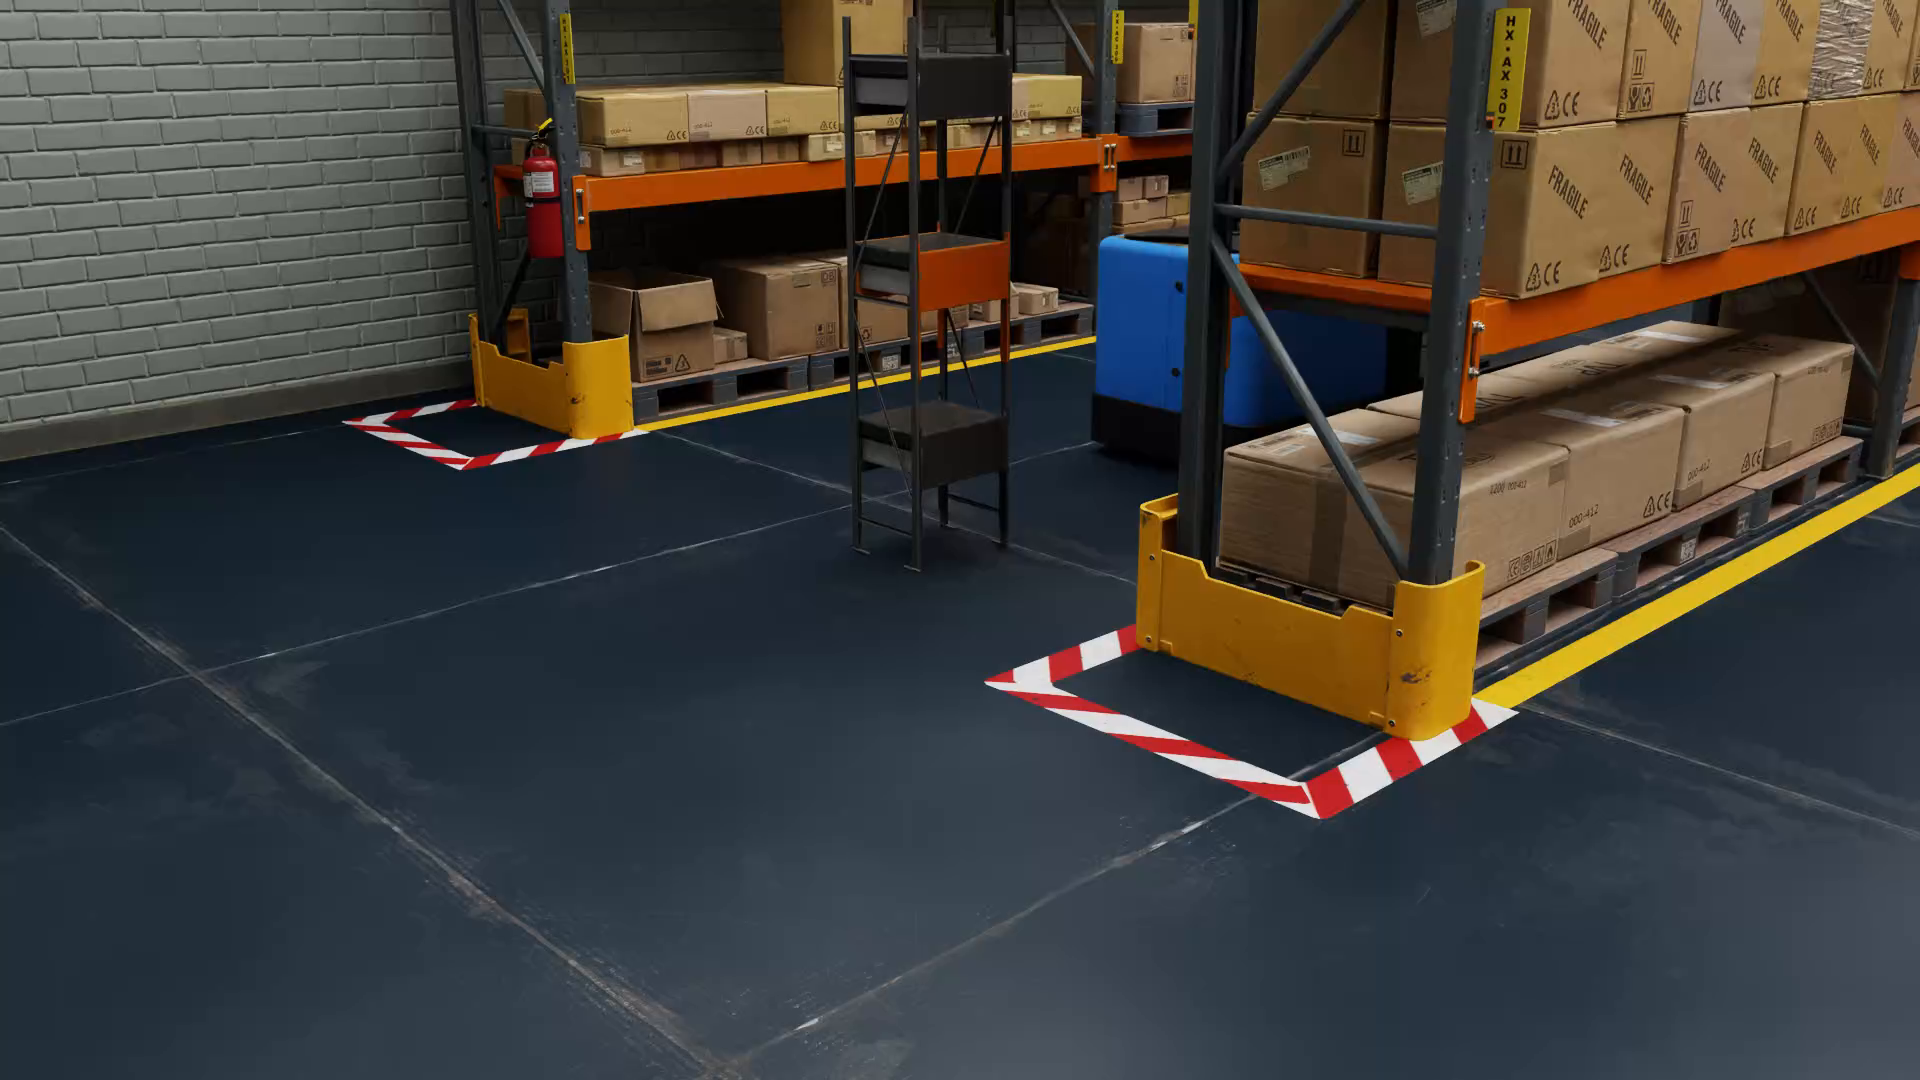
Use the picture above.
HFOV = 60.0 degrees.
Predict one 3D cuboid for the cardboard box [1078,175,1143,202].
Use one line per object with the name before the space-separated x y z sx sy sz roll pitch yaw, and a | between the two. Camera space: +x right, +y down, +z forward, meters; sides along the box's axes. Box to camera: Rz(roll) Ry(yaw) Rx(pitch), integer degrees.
cardboard box | 1.032 -2.425 11.440 0.250 0.149 0.380 -17 24 -42

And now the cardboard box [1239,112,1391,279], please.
cardboard box | 1.305 -1.185 5.613 0.500 0.500 0.500 -16 24 -41

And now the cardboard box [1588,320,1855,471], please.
cardboard box | 3.513 -0.695 7.738 0.875 0.438 0.875 -17 24 -42

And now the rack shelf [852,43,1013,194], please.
rack shelf | -0.120 -1.617 6.341 0.480 0.518 0.431 -16 24 -41

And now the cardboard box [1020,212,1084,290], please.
cardboard box | 0.783 -2.116 12.019 0.500 0.500 0.500 -16 24 -41

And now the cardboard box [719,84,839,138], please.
cardboard box | -1.030 -2.408 9.309 0.500 0.250 0.500 -17 24 -42

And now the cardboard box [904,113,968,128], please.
cardboard box | -0.298 -2.630 9.994 0.500 0.250 0.500 -16 24 -41

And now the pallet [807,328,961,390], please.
pallet | -0.757 -1.203 10.353 1.213 0.211 1.003 -16 24 -41

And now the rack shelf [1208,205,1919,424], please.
rack shelf | 2.589 -1.057 6.548 4.000 0.370 1.077 -16 24 -41

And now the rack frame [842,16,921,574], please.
rack frame | -0.298 -0.912 6.393 0.015 2.100 0.400 -16 24 -41

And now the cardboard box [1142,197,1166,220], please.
cardboard box | 1.221 -2.346 11.678 0.250 0.149 0.380 -17 25 -42

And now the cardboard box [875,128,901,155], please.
cardboard box | -0.562 -2.368 9.832 0.250 0.149 0.380 -16 24 -41

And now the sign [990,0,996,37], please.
sign | 0.246 -3.609 11.375 0.005 0.325 0.100 -16 24 -41

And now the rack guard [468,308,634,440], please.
rack guard | -2.222 -0.914 8.993 0.348 0.500 1.175 -16 24 -41

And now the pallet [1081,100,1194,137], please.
pallet | 1.285 -2.988 11.649 1.213 0.211 1.003 -16 24 -41

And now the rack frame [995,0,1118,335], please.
rack frame | 0.630 -2.935 11.172 0.127 3.000 1.000 -16 24 -41

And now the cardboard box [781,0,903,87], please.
cardboard box | -0.672 -2.868 9.511 0.500 0.500 0.500 -15 24 -39

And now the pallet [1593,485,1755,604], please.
pallet | 2.550 -0.093 6.930 1.213 0.211 1.003 -16 24 -41

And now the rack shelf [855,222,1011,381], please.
rack shelf | -0.120 -0.951 6.557 0.480 0.518 0.431 -16 24 -41

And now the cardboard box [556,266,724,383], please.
cardboard box | -1.767 -1.208 9.213 0.797 0.503 0.637 17 24 42

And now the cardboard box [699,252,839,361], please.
cardboard box | -1.119 -1.379 9.745 0.500 0.500 0.700 -15 23 -39

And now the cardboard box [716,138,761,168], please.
cardboard box | -1.304 -2.143 9.139 0.250 0.149 0.380 -15 23 -39

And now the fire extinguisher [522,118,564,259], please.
fire extinguisher | -2.066 -1.738 8.212 0.183 0.674 0.296 -16 24 -41

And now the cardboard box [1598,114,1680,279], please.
cardboard box | 2.031 -1.174 5.580 0.500 0.500 0.500 -17 24 -42

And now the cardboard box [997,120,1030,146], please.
cardboard box | 0.225 -2.570 10.456 0.250 0.149 0.380 -15 24 -39

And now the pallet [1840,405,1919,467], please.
pallet | 4.552 -0.677 8.730 1.213 0.211 1.003 -16 24 -41

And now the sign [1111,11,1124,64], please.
sign | 1.008 -3.226 10.669 0.005 0.325 0.100 -16 24 -41

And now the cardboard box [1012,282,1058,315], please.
cardboard box | 0.427 -1.594 10.980 0.380 0.149 0.250 17 25 42

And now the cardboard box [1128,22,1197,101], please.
cardboard box | 1.511 -3.344 11.592 0.500 0.500 0.700 -16 24 -40

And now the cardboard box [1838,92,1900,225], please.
cardboard box | 3.511 -1.605 6.909 0.500 0.500 0.500 -17 25 -42

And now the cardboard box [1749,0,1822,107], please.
cardboard box | 2.782 -1.864 6.088 0.500 0.500 0.500 -16 24 -41

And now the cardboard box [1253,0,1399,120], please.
cardboard box | 1.323 -1.654 5.440 0.500 0.500 0.500 -15 23 -39

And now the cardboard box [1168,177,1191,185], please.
cardboard box | 1.610 -2.680 12.708 0.250 0.149 0.380 -16 24 -40

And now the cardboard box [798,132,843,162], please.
cardboard box | -0.879 -2.238 9.430 0.380 0.149 0.250 17 25 42

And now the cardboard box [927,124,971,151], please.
cardboard box | -0.150 -2.461 10.117 0.250 0.149 0.380 -17 24 -42

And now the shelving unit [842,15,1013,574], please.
shelving unit | -0.120 -0.964 6.553 0.503 2.100 0.431 -16 24 -41

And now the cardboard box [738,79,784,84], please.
cardboard box | -1.006 -2.638 10.018 0.500 0.250 0.500 -16 24 -41

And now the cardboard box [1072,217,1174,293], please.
cardboard box | 1.136 -1.997 11.654 0.500 0.500 0.500 -15 23 -38

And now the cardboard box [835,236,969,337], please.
cardboard box | -0.365 -1.599 10.423 0.700 0.500 0.500 17 24 42

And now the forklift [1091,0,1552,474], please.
forklift | 2.082 -2.030 8.494 3.031 2.935 1.130 -16 24 -40

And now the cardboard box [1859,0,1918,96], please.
cardboard box | 3.515 -2.079 6.749 0.500 0.500 0.500 -17 24 -42

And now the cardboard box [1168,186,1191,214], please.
cardboard box | 1.590 -2.464 12.042 0.250 0.149 0.380 -17 24 -42

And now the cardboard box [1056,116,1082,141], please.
cardboard box | 0.572 -2.691 10.828 0.250 0.149 0.380 -16 24 -40

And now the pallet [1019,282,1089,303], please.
pallet | 1.195 -1.789 12.160 1.213 0.211 1.003 -16 24 -41

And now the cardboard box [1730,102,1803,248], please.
cardboard box | 2.765 -1.387 6.238 0.500 0.500 0.500 -15 23 -39

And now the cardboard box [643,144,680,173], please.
cardboard box | -1.696 -2.040 8.820 0.250 0.149 0.380 -15 24 -39

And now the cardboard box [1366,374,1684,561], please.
cardboard box | 2.206 -0.315 6.565 0.875 0.438 0.875 -15 24 -39

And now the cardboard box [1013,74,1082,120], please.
cardboard box | 0.427 -2.842 10.648 0.500 0.250 0.500 -15 24 -39

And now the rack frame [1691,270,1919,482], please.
rack frame | 4.043 -1.823 7.744 0.127 3.000 1.000 -16 24 -41

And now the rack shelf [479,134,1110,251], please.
rack shelf | -0.824 -2.169 9.976 4.000 0.370 1.077 -16 24 -41

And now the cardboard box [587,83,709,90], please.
cardboard box | -1.749 -2.423 9.356 0.500 0.250 0.500 -16 24 -41

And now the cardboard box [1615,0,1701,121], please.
cardboard box | 2.051 -1.648 5.420 0.500 0.500 0.500 -17 25 -42

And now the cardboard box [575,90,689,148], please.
cardboard box | -1.762 -2.193 8.646 0.500 0.250 0.500 -16 24 -41

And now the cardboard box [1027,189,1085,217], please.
cardboard box | 0.699 -2.397 11.833 0.380 0.149 0.250 17 24 42
